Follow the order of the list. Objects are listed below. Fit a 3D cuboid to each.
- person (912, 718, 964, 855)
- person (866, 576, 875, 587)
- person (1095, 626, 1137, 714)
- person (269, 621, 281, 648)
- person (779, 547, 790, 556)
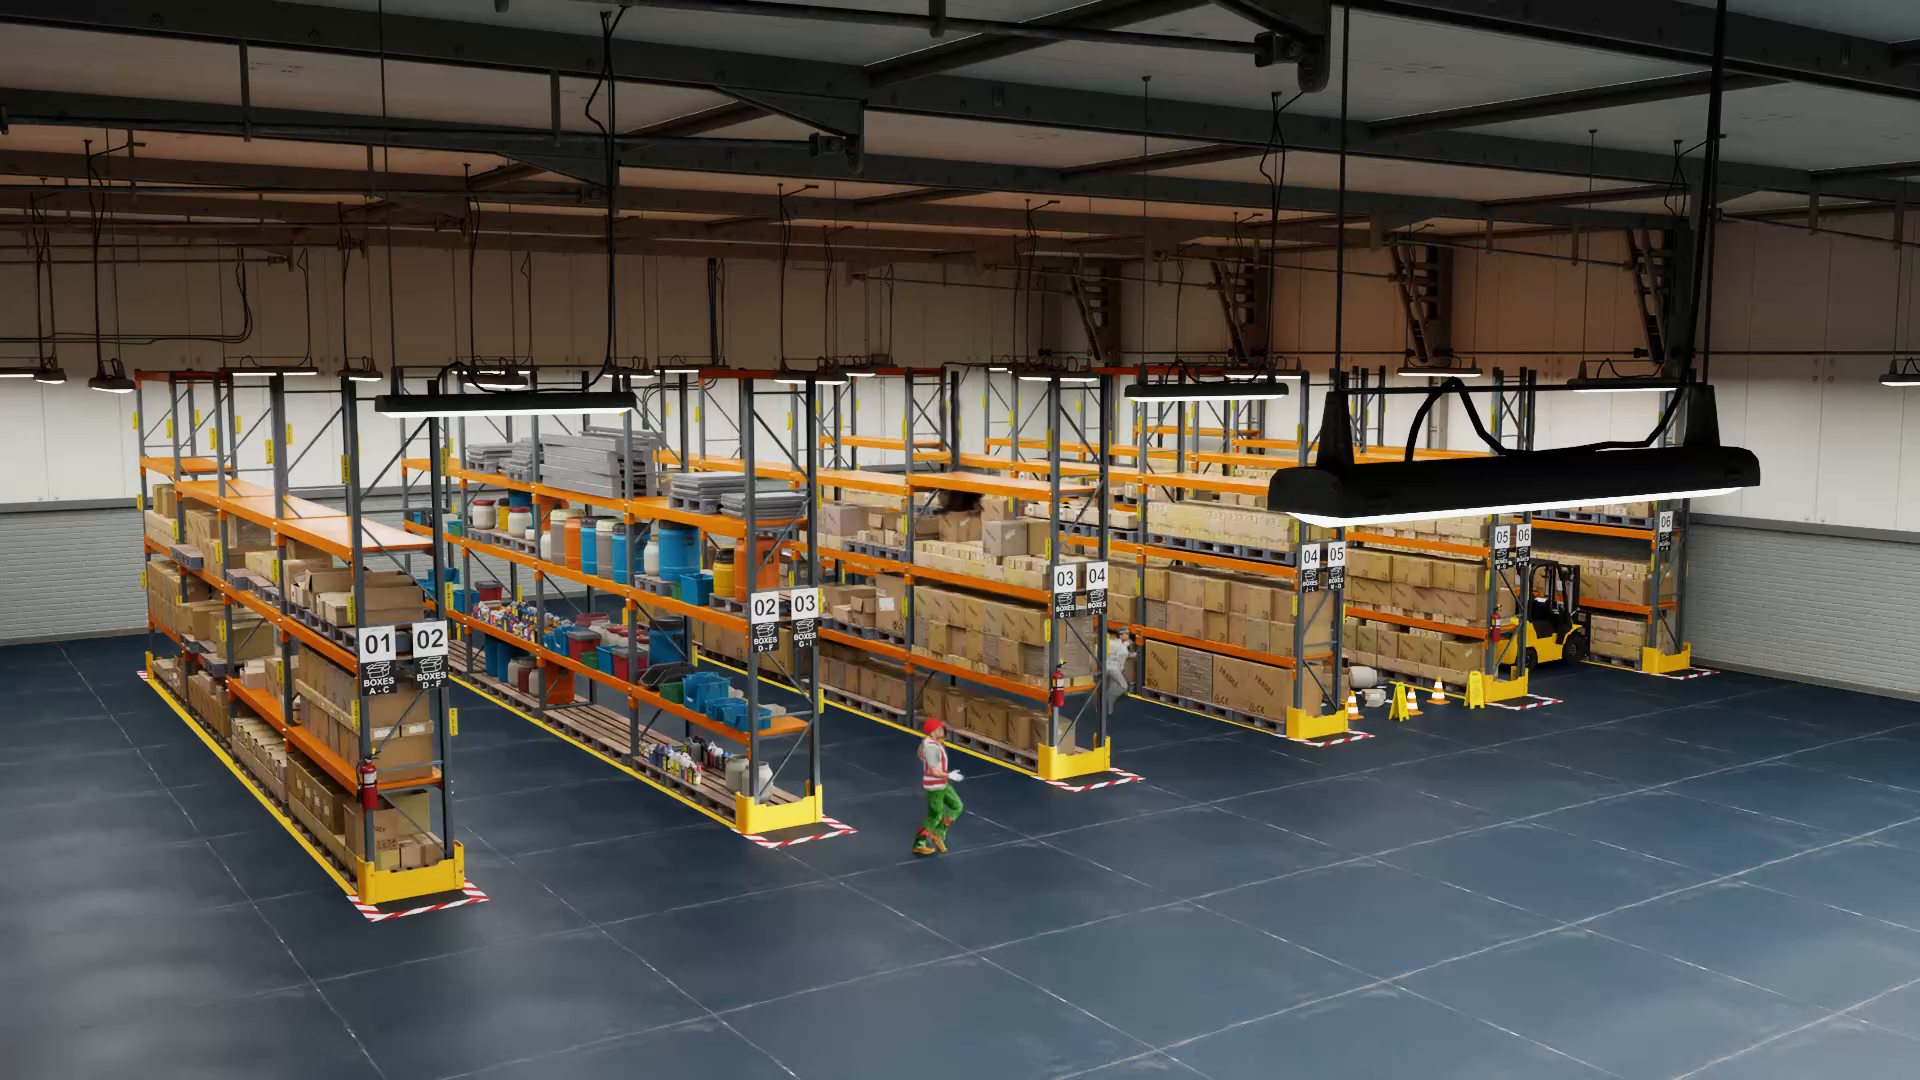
[{"bbox_3d":[-0.276,3.098,20.950,0.671,1.759,0.671,0,6,4],"label":"person"},{"bbox_3d":[-2.118,0.753,41.856,0.855,1.775,0.703,2,7,17],"label":"person"},{"bbox_3d":[2.698,2.262,28.835,0.805,1.608,0.599,5,8,37],"label":"person"},{"bbox_3d":[-13.724,1.761,33.319,0.525,1.639,0.580,6,9,44],"label":"person"},{"bbox_3d":[-4.411,0.911,40.509,0.739,1.758,0.784,1,7,10],"label":"person"}]
